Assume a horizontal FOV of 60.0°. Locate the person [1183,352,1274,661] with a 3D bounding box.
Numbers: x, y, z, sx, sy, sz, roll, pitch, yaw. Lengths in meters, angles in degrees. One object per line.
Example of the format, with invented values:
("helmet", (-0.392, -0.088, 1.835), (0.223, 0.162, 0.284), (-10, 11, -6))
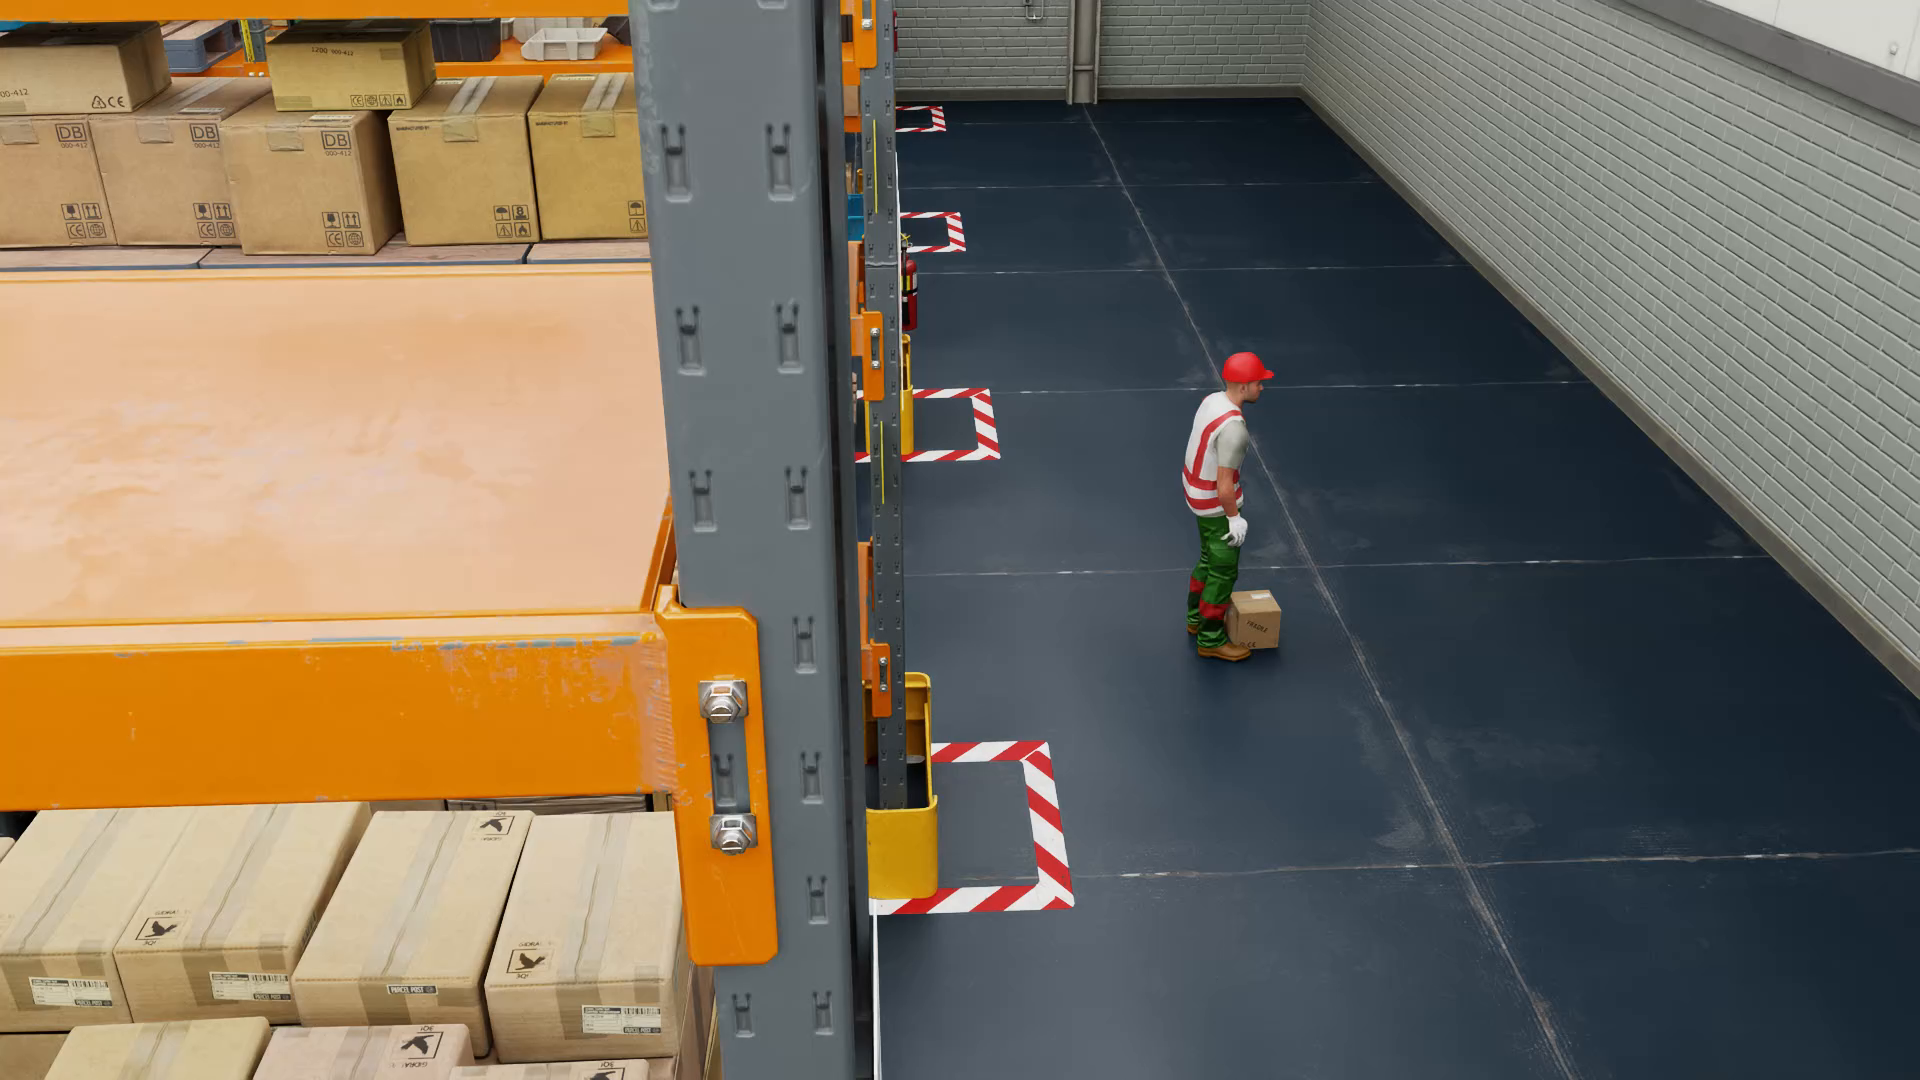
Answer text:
("person", (1.483, -0.206, 9.361), (0.448, 1.780, 0.609), (-1, 27, -2))
